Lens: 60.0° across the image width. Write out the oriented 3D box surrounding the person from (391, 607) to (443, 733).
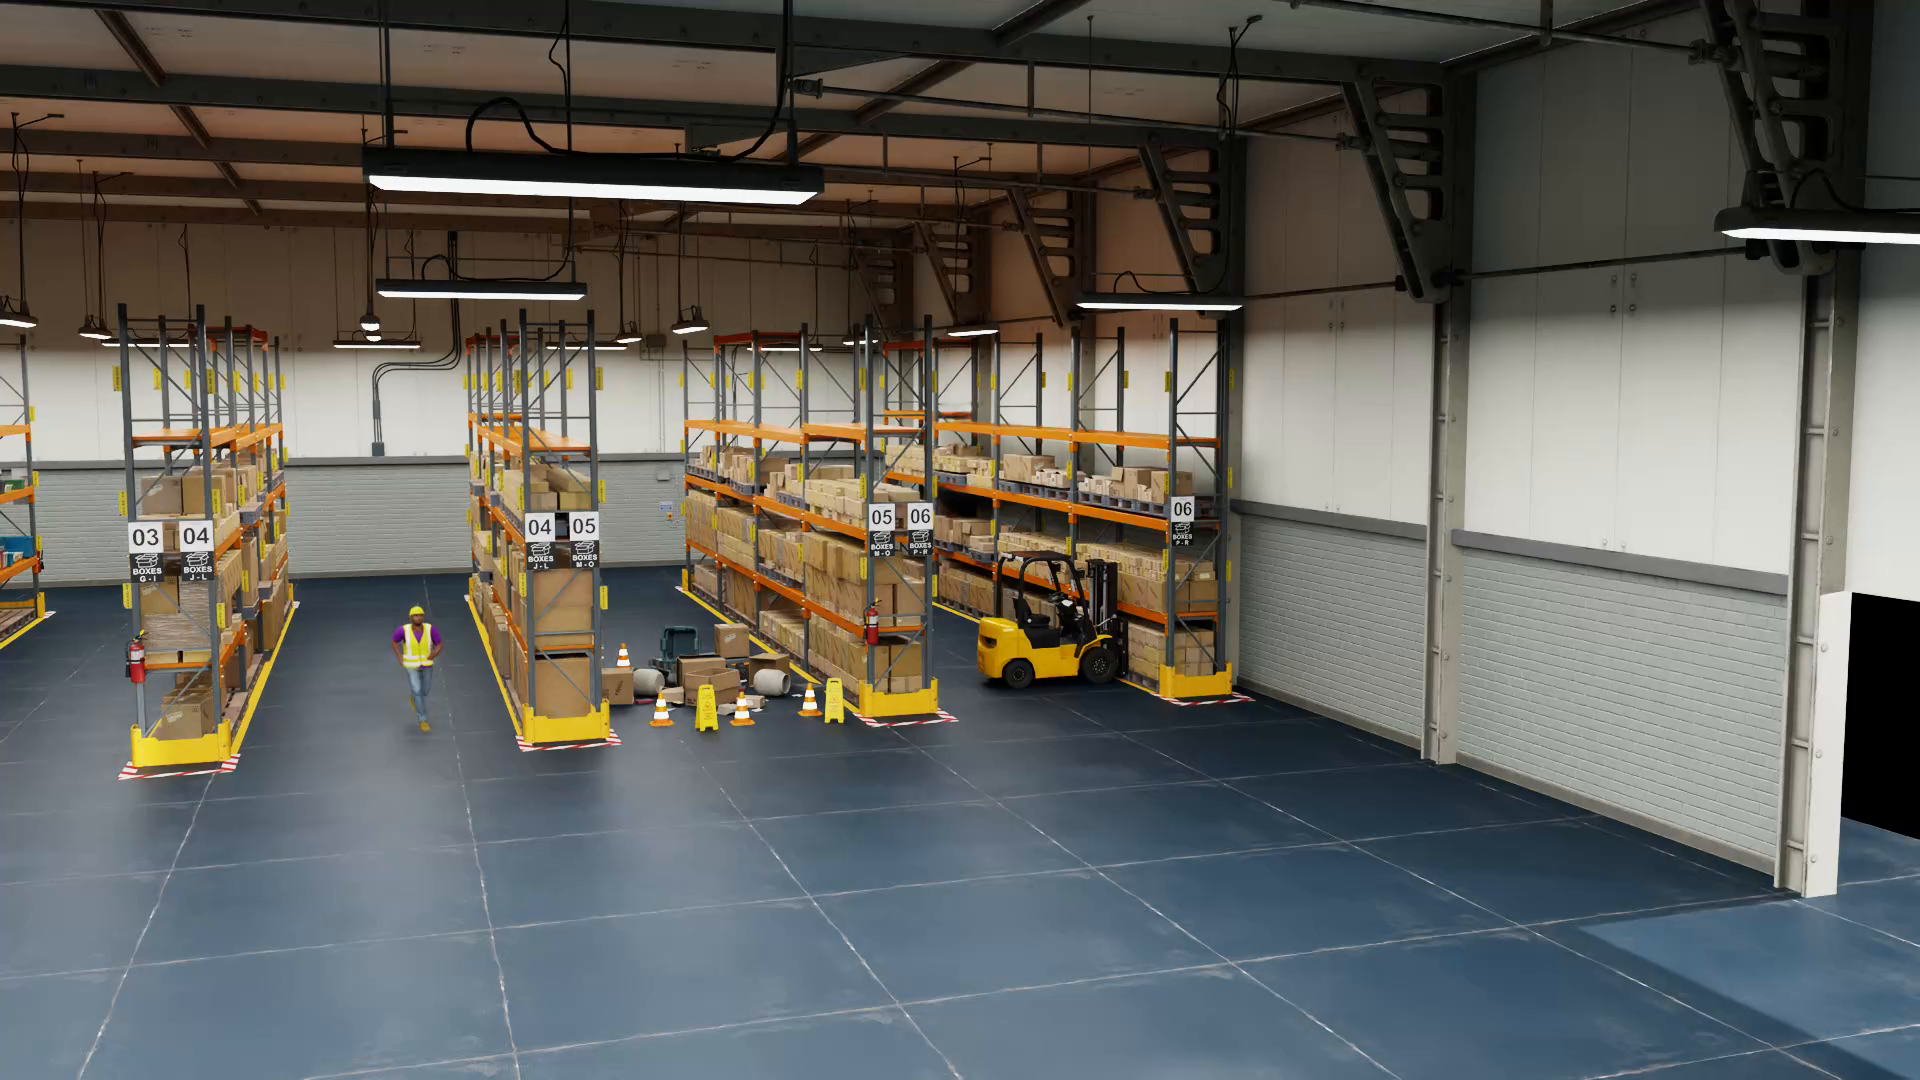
[{"bbox_3d":[-7.886,1.846,24.257,0.667,1.780,1.130,-4,7,-35],"label":"person"}]
